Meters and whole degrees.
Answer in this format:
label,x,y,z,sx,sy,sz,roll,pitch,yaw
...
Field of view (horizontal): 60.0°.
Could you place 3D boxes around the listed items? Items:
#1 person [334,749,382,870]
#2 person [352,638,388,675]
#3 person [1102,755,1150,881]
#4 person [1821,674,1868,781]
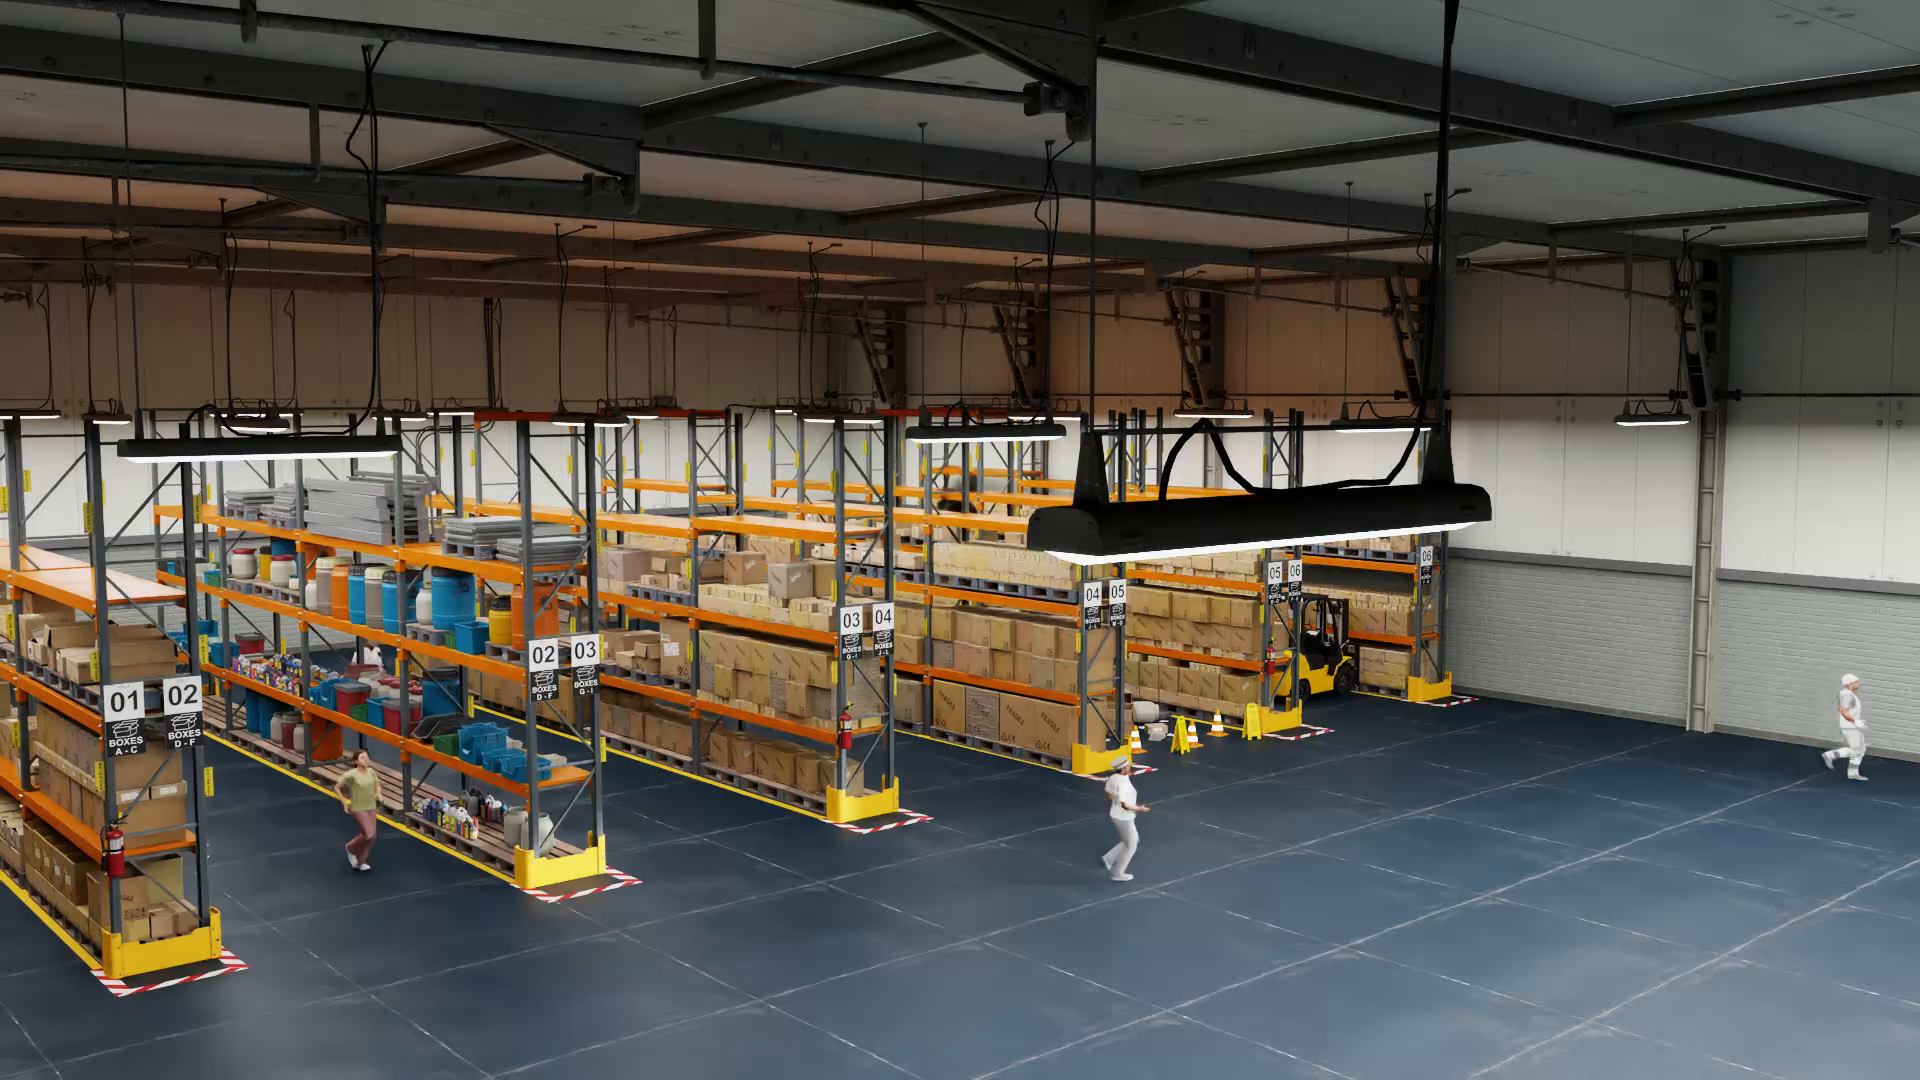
label,x,y,z,sx,sy,sz,roll,pitch,yaw
person,-7.886,3.585,22.025,0.537,1.618,0.570,3,6,34
person,-11.393,2.645,32.090,0.595,1.737,0.649,4,6,35
person,2.164,3.602,21.633,0.547,1.654,0.570,-1,5,-11
person,14.565,3.066,27.319,0.704,1.749,0.656,2,6,26
